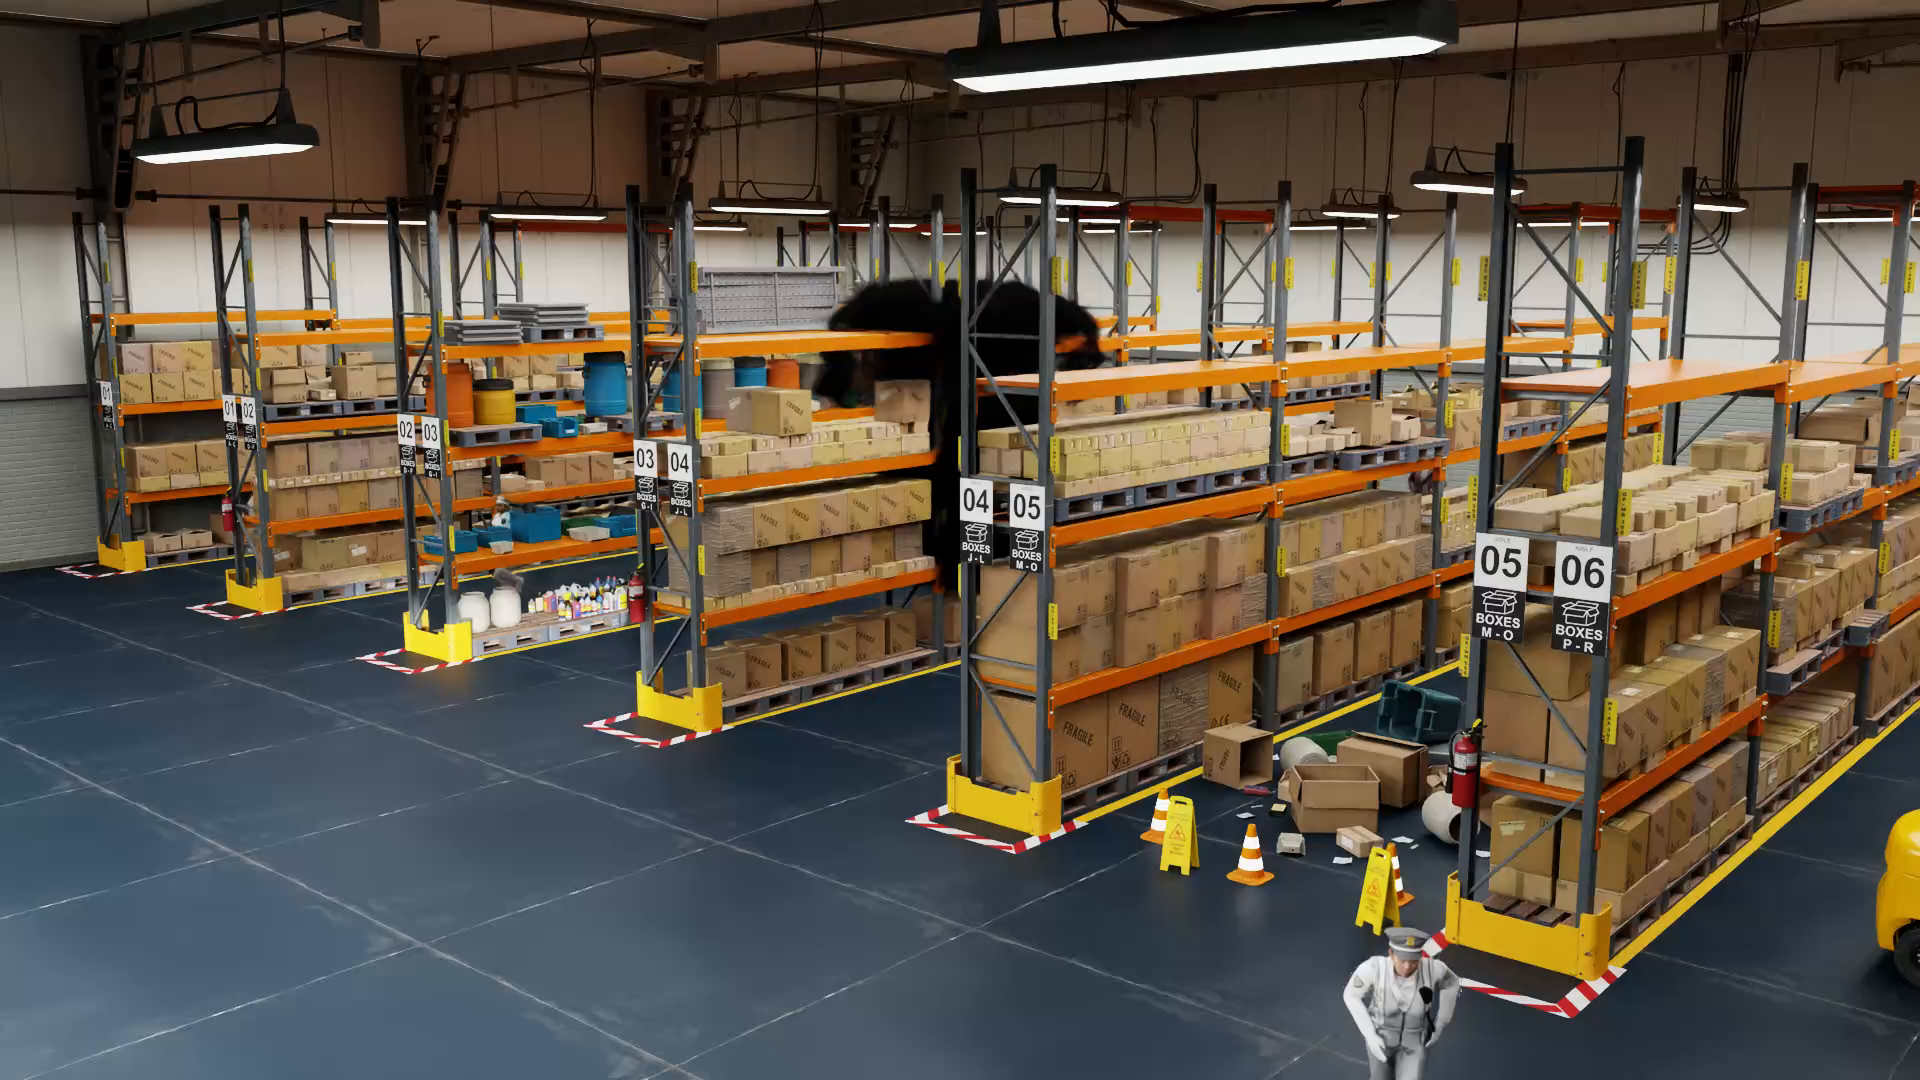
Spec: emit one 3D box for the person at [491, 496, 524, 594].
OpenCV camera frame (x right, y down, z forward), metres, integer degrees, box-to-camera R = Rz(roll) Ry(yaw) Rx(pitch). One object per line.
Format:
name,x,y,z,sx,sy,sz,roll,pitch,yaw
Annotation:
person,-6.998,0.148,25.422,0.569,1.656,0.529,6,11,31

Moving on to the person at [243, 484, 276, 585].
person,-11.322,-0.165,27.087,0.598,1.666,0.933,4,10,20

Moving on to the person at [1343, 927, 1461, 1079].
person,2.488,2.852,9.486,0.646,1.629,0.960,1,10,5

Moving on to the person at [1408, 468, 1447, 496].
person,8.347,-0.685,29.786,0.698,1.766,1.040,4,10,21
